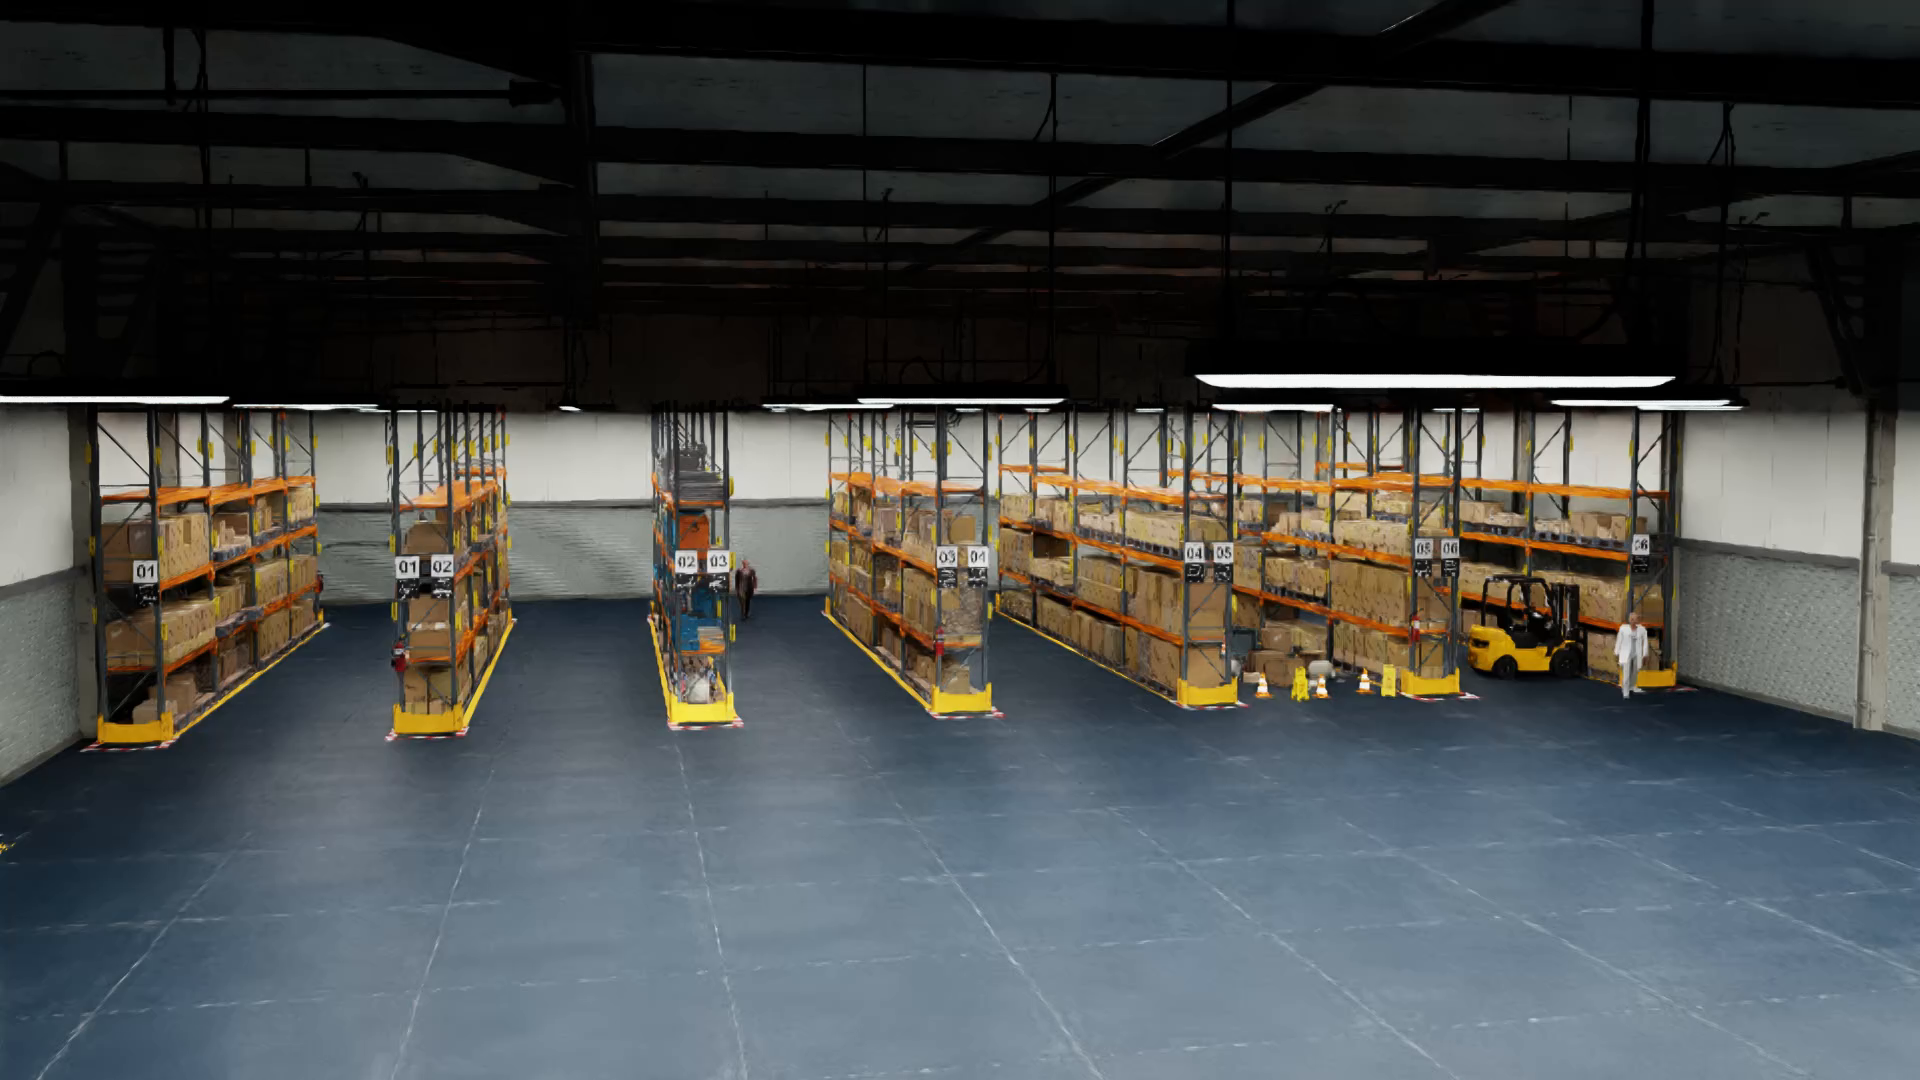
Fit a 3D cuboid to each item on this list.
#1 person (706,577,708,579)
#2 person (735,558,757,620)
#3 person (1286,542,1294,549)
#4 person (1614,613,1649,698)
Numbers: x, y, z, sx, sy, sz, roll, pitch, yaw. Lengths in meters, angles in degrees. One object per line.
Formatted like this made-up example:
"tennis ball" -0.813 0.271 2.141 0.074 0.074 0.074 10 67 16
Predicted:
"person" -7.634 1.085 50.720 0.589 1.650 0.545 4 6 41
"person" -5.978 1.354 46.512 0.603 1.724 1.111 -1 4 -13
"person" 10.476 0.898 52.350 0.715 1.781 0.569 -4 6 -40
"person" 13.645 2.319 33.795 0.635 1.722 1.045 1 4 9
